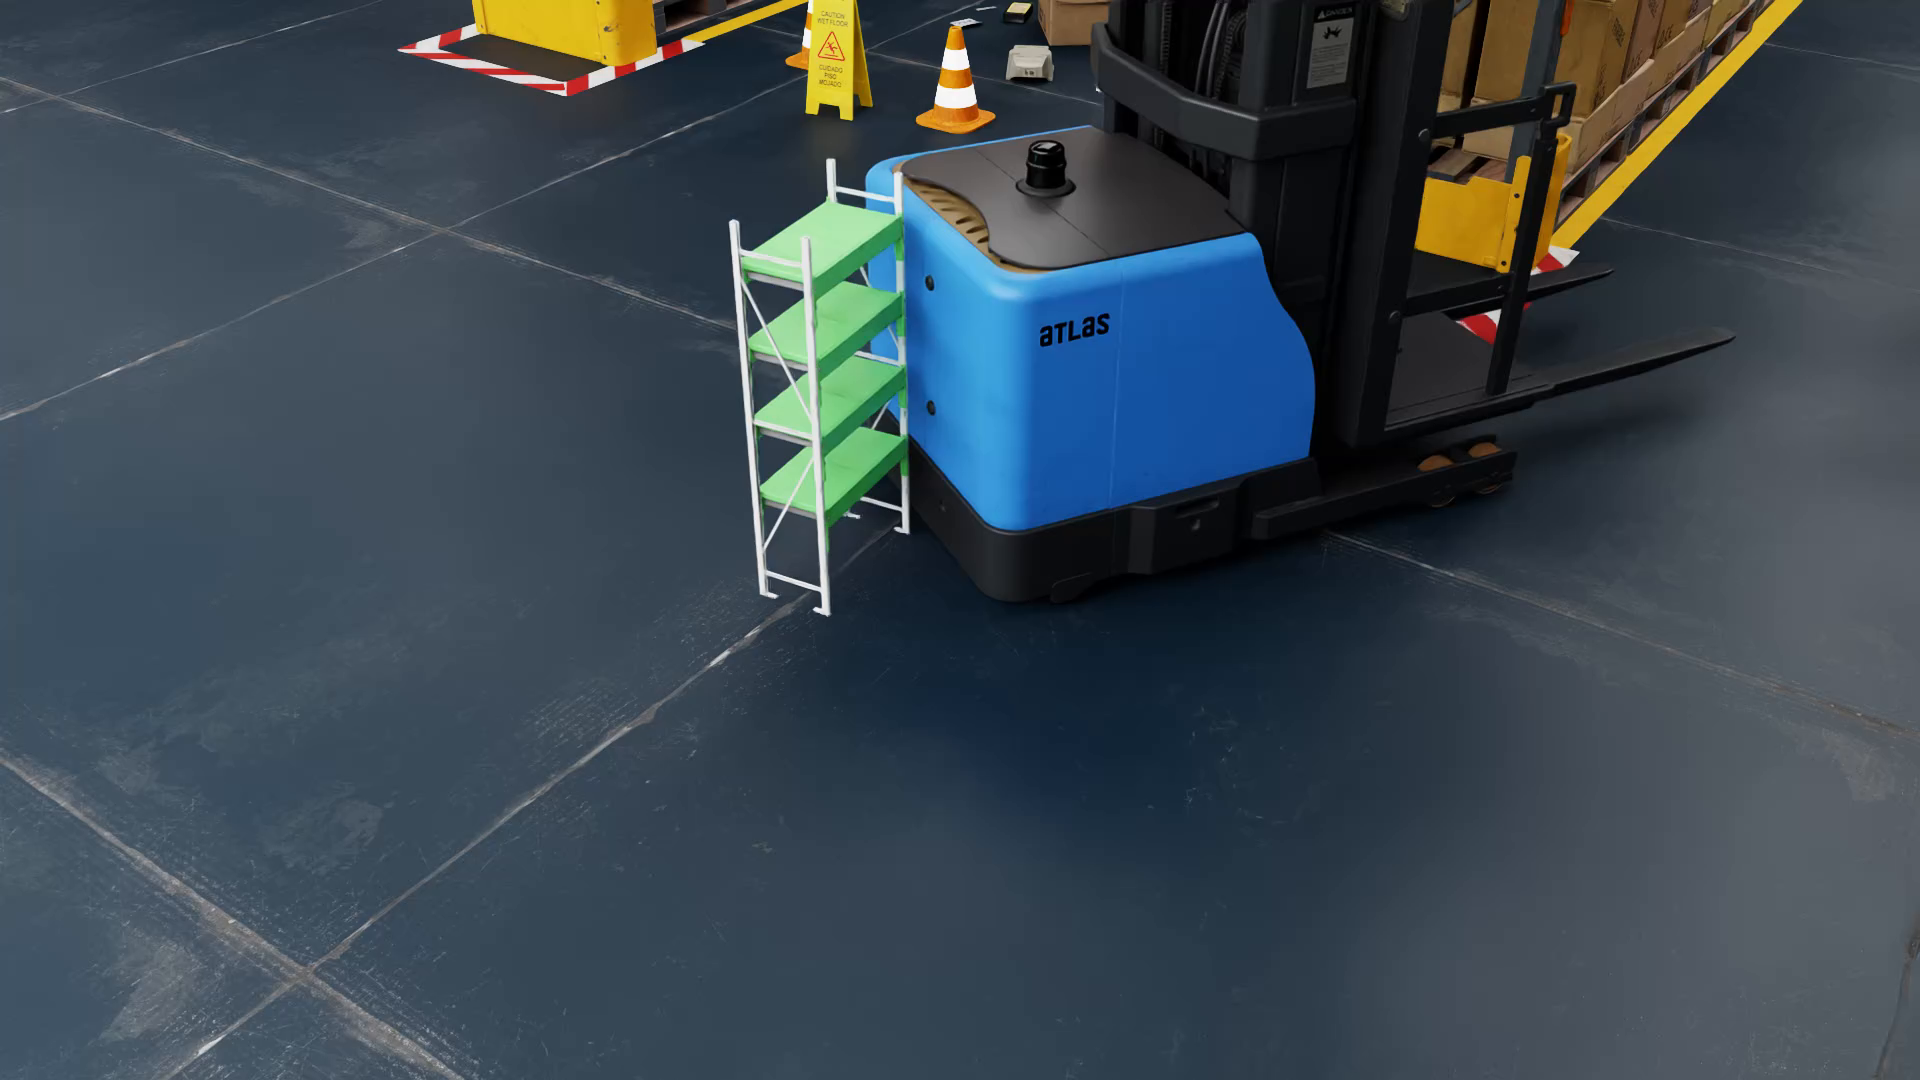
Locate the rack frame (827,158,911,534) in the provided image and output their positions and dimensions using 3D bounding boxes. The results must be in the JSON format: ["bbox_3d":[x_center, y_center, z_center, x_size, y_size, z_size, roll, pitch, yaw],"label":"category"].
[{"bbox_3d":[-0.267,-0.548,4.990,0.240,1.200,0.015,16,37,22],"label":"rack frame"}]

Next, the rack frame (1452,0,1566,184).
[{"bbox_3d":[1.899,-2.552,6.346,1.000,3.000,0.127,21,39,28],"label":"rack frame"}]

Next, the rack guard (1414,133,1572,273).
[{"bbox_3d":[1.942,-1.551,7.098,1.175,0.500,0.348,21,39,28],"label":"rack guard"}]

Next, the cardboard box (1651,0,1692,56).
[{"bbox_3d":[3.186,-2.662,7.919,0.500,0.500,0.500,22,40,29],"label":"cardboard box"}]

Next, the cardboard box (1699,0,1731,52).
[{"bbox_3d":[3.768,-2.821,8.824,0.500,0.250,0.500,20,39,27],"label":"cardboard box"}]

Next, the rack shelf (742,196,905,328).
[{"bbox_3d":[-0.379,-0.772,4.577,0.258,0.148,0.480,16,37,22],"label":"rack shelf"}]

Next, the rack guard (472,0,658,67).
[{"bbox_3d":[-2.239,-3.040,9.299,1.175,0.500,0.348,21,39,28],"label":"rack guard"}]

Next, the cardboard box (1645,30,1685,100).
[{"bbox_3d":[3.184,-2.357,8.138,0.500,0.250,0.500,24,41,31],"label":"cardboard box"}]

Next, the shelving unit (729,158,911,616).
[{"bbox_3d":[-0.379,-0.427,4.811,0.258,1.200,0.503,16,37,22],"label":"shelving unit"}]

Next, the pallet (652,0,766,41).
[{"bbox_3d":[-1.834,-3.324,9.977,1.003,0.211,1.213,21,39,28],"label":"pallet"}]

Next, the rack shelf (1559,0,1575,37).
[{"bbox_3d":[3.039,-3.174,7.908,1.077,0.370,4.000,21,39,28],"label":"rack shelf"}]

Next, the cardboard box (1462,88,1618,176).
[{"bbox_3d":[2.586,-1.870,7.417,0.500,0.250,0.500,21,39,28],"label":"cardboard box"}]

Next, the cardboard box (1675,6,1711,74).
[{"bbox_3d":[3.474,-2.589,8.480,0.500,0.250,0.500,22,40,29],"label":"cardboard box"}]

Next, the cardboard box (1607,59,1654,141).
[{"bbox_3d":[2.883,-2.102,7.761,0.500,0.250,0.500,23,40,30],"label":"cardboard box"}]

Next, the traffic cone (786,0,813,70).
[{"bbox_3d":[-0.756,-2.826,9.017,0.336,0.463,0.334,21,39,28],"label":"traffic cone"}]

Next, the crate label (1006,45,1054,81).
[{"bbox_3d":[0.376,-2.556,8.907,0.250,0.136,0.298,3,34,4],"label":"crate label"}]

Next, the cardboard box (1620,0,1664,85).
[{"bbox_3d":[2.894,-2.434,7.581,0.500,0.500,0.500,20,39,27],"label":"cardboard box"}]

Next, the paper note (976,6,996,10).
[{"bbox_3d":[0.155,-3.178,9.940,0.123,0.001,0.032,-15,37,-21],"label":"paper note"}]

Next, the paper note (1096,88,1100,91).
[{"bbox_3d":[0.803,-2.393,8.761,0.148,0.019,0.142,8,35,12],"label":"paper note"}]

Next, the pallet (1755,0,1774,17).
[{"bbox_3d":[4.622,-3.596,10.380,1.003,0.211,1.213,21,39,28],"label":"pallet"}]

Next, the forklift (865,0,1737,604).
[{"bbox_3d":[1.260,-1.575,4.962,3.031,2.935,1.130,-14,37,-20],"label":"forklift"}]

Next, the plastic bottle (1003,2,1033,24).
[{"bbox_3d":[0.350,-3.119,9.807,0.133,0.061,0.283,8,35,12],"label":"plastic bottle"}]

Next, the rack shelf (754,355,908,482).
[{"bbox_3d":[-0.379,-0.374,4.846,0.258,0.148,0.480,16,37,22],"label":"rack shelf"}]

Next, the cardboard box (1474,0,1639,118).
[{"bbox_3d":[2.599,-2.192,7.223,0.500,0.500,0.500,20,39,27],"label":"cardboard box"}]

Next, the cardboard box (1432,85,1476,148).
[{"bbox_3d":[2.153,-2.056,7.692,0.500,0.250,0.500,21,39,28],"label":"cardboard box"}]

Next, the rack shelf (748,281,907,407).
[{"bbox_3d":[-0.379,-0.573,4.712,0.258,0.148,0.480,16,37,22],"label":"rack shelf"}]

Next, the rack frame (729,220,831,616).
[{"bbox_3d":[-0.492,-0.306,4.631,0.240,1.200,0.015,16,37,22],"label":"rack frame"}]

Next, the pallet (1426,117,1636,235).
[{"bbox_3d":[2.435,-1.794,7.715,1.003,0.211,1.213,21,39,28],"label":"pallet"}]

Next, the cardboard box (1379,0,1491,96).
[{"bbox_3d":[2.142,-2.349,7.457,0.500,0.500,0.500,22,40,28],"label":"cardboard box"}]

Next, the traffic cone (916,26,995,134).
[{"bbox_3d":[-0.021,-2.309,8.251,0.336,0.463,0.334,21,39,28],"label":"traffic cone"}]

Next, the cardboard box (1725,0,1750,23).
[{"bbox_3d":[4.063,-3.070,9.191,0.500,0.250,0.500,23,40,30],"label":"cardboard box"}]

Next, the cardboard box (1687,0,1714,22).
[{"bbox_3d":[3.484,-2.911,8.286,0.500,0.500,0.500,24,41,31],"label":"cardboard box"}]

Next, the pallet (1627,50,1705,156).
[{"bbox_3d":[3.131,-2.353,8.542,1.003,0.211,1.213,21,39,28],"label":"pallet"}]

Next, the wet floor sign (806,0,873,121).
[{"bbox_3d":[-0.615,-2.465,8.320,0.267,0.644,0.232,14,37,20],"label":"wet floor sign"}]

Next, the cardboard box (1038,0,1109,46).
[{"bbox_3d":[0.821,-3.135,9.436,0.797,0.503,0.637,-3,34,-4],"label":"cardboard box"}]

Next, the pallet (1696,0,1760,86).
[{"bbox_3d":[3.826,-2.917,9.375,1.003,0.211,1.213,21,39,28],"label":"pallet"}]

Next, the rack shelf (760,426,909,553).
[{"bbox_3d":[-0.379,-0.175,4.981,0.258,0.148,0.480,16,37,22],"label":"rack shelf"}]

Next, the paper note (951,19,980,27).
[{"bbox_3d":[0.040,-3.016,9.684,0.142,0.017,0.144,-22,40,-29],"label":"paper note"}]
